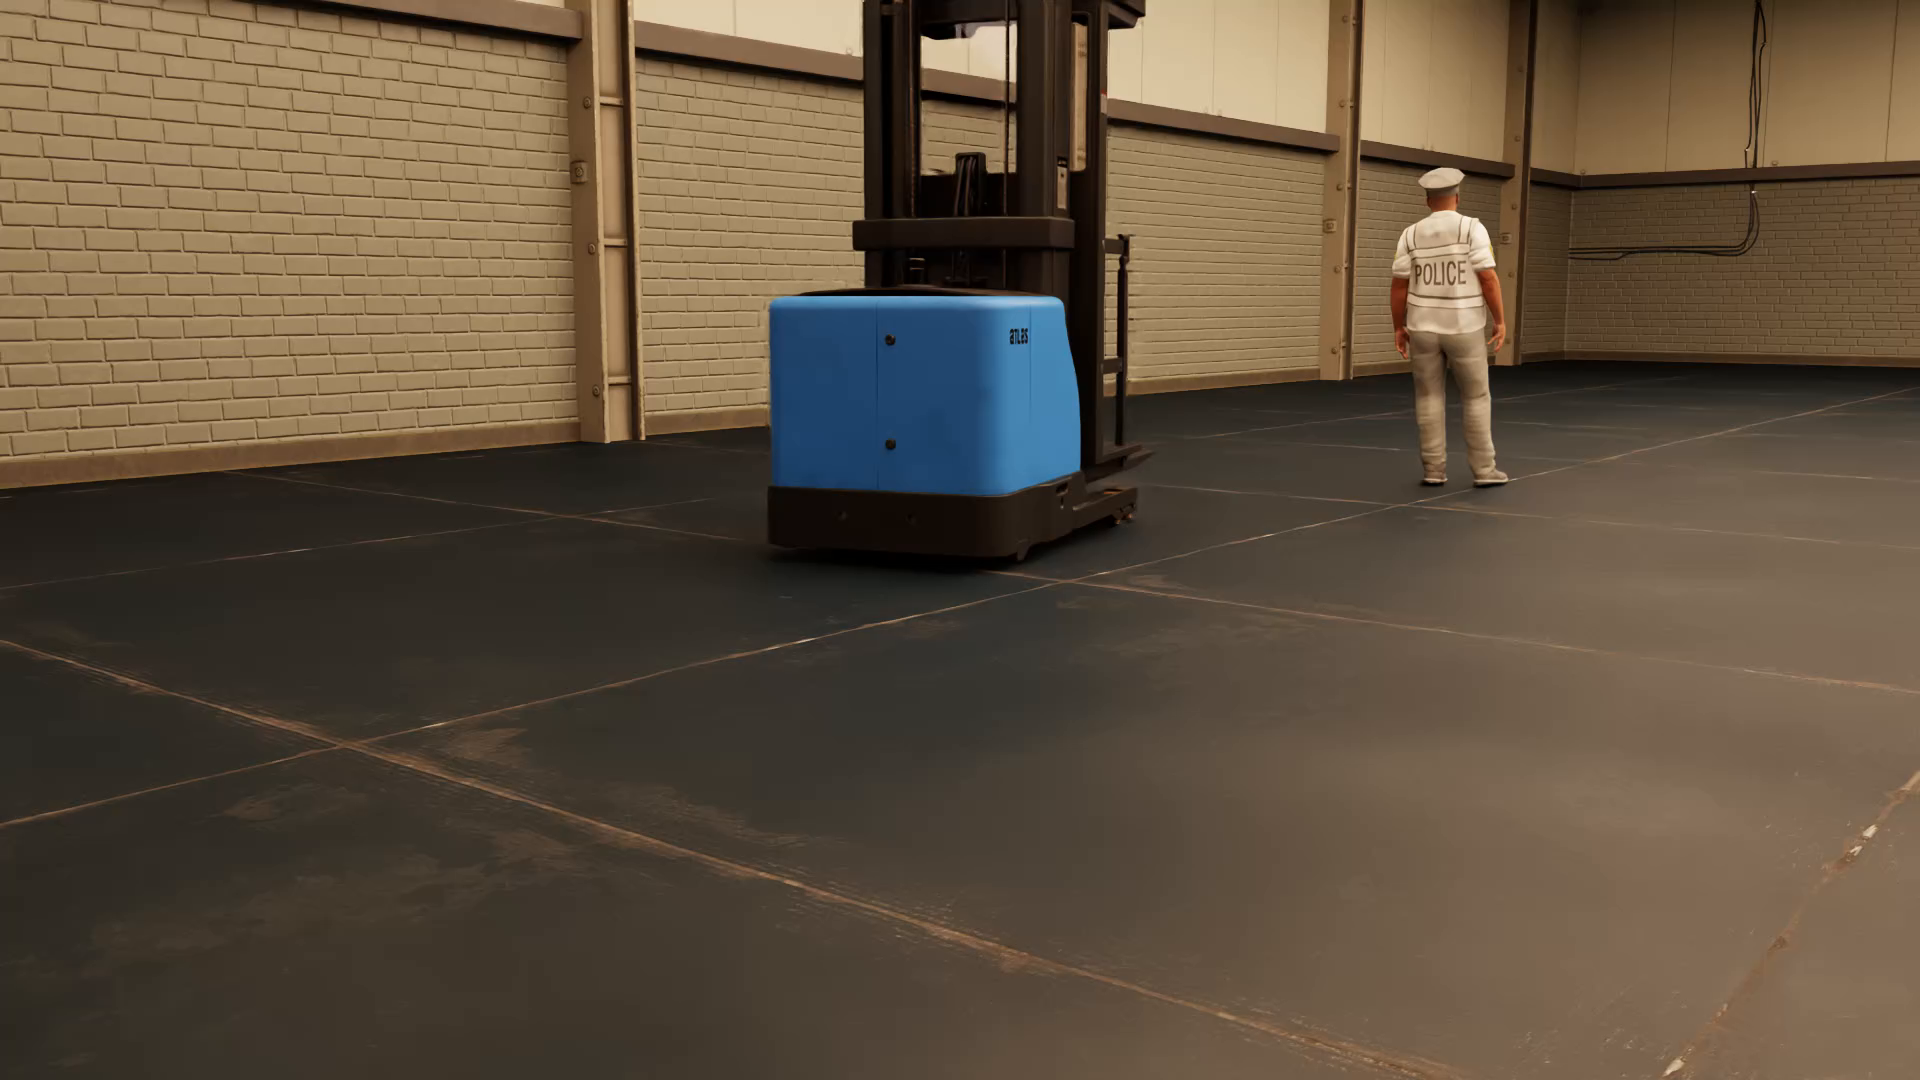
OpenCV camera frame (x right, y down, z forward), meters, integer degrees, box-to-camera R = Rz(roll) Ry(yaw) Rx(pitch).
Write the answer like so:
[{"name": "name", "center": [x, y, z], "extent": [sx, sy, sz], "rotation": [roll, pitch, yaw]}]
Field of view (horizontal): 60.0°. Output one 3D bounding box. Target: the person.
[{"name": "person", "center": [2.788, -1.204, 9.452], "extent": [0.629, 1.782, 0.564], "rotation": [5, 10, 31]}]

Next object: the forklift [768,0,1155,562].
[{"name": "forklift", "center": [0.219, -1.538, 7.792], "extent": [1.130, 2.935, 3.031], "rotation": [3, 9, 21]}]
